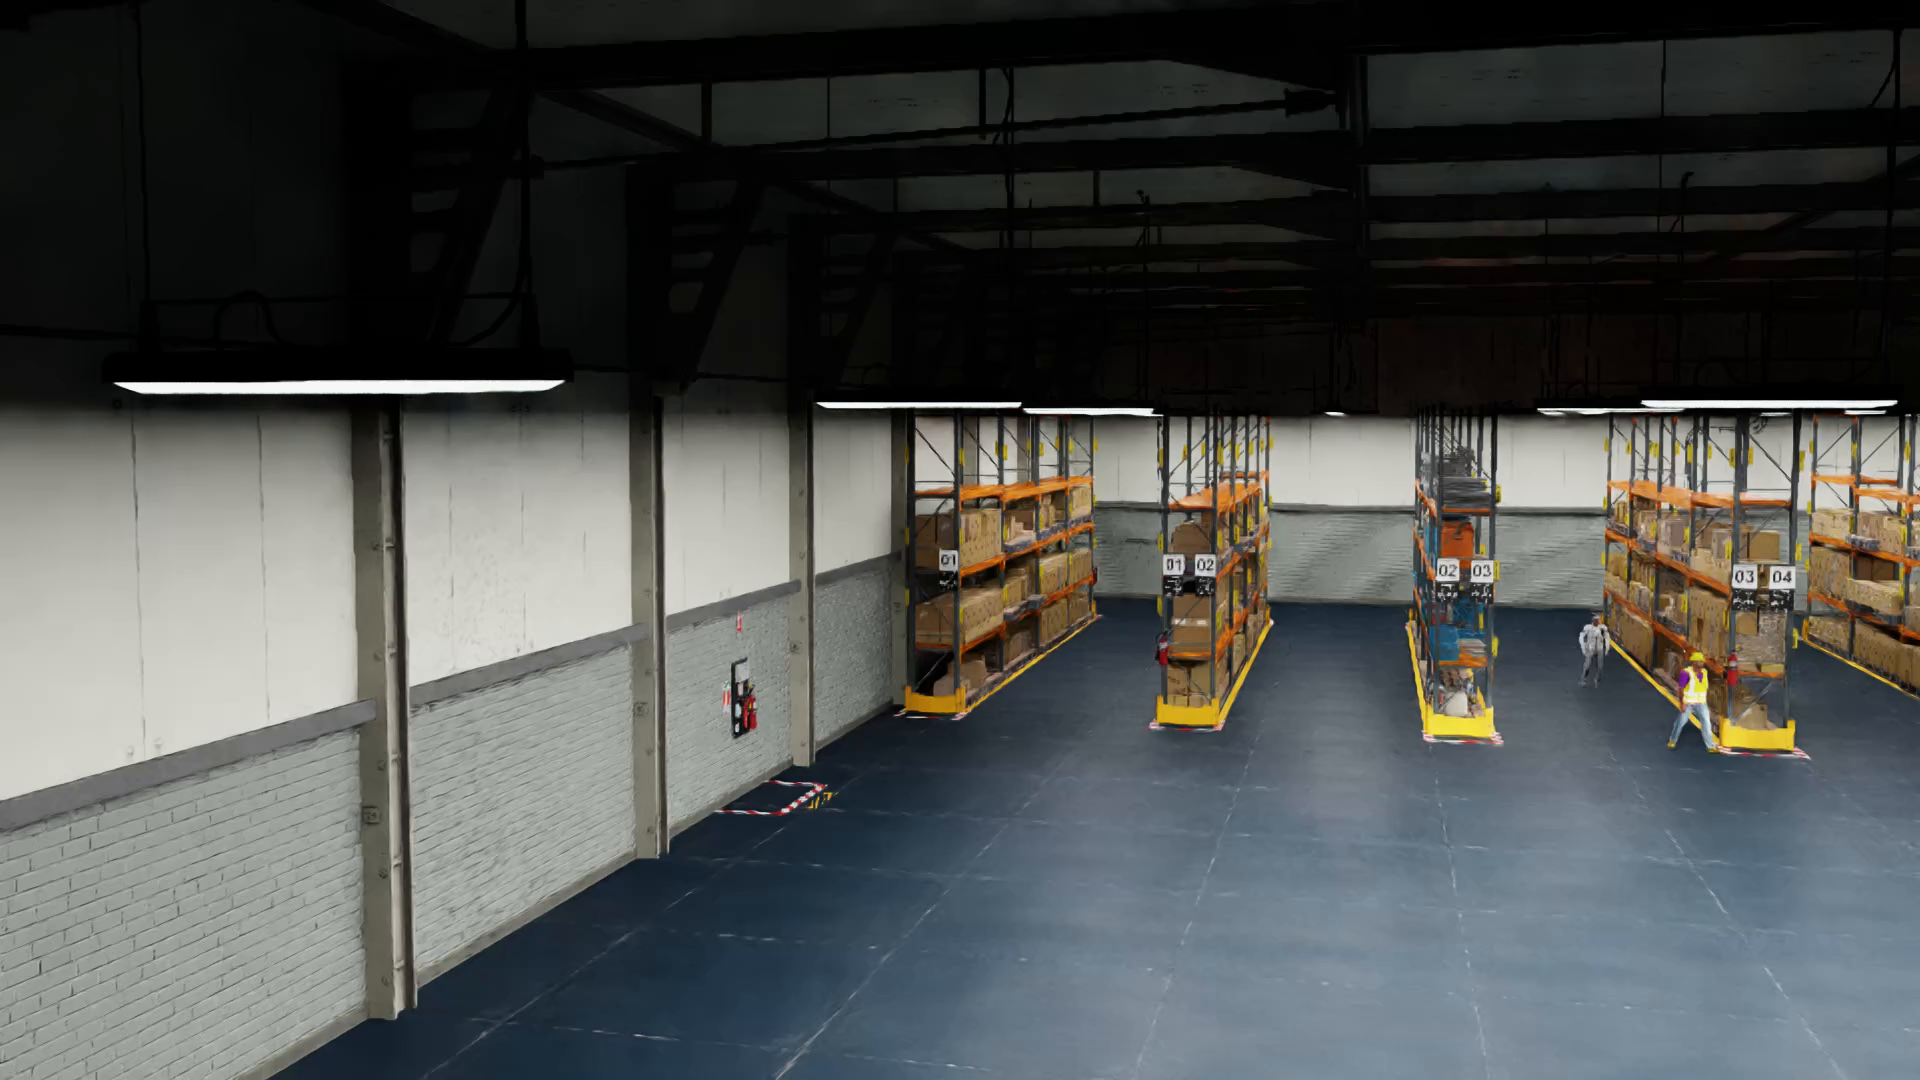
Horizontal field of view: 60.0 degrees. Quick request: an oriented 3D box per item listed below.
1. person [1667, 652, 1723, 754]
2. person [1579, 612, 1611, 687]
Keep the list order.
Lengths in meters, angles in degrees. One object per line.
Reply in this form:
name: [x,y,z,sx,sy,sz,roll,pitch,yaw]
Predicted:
person: [12.601,2.779,28.545,0.594,1.735,0.921,-1,4,-9]
person: [13.550,2.331,35.507,0.634,1.629,0.501,1,4,12]
